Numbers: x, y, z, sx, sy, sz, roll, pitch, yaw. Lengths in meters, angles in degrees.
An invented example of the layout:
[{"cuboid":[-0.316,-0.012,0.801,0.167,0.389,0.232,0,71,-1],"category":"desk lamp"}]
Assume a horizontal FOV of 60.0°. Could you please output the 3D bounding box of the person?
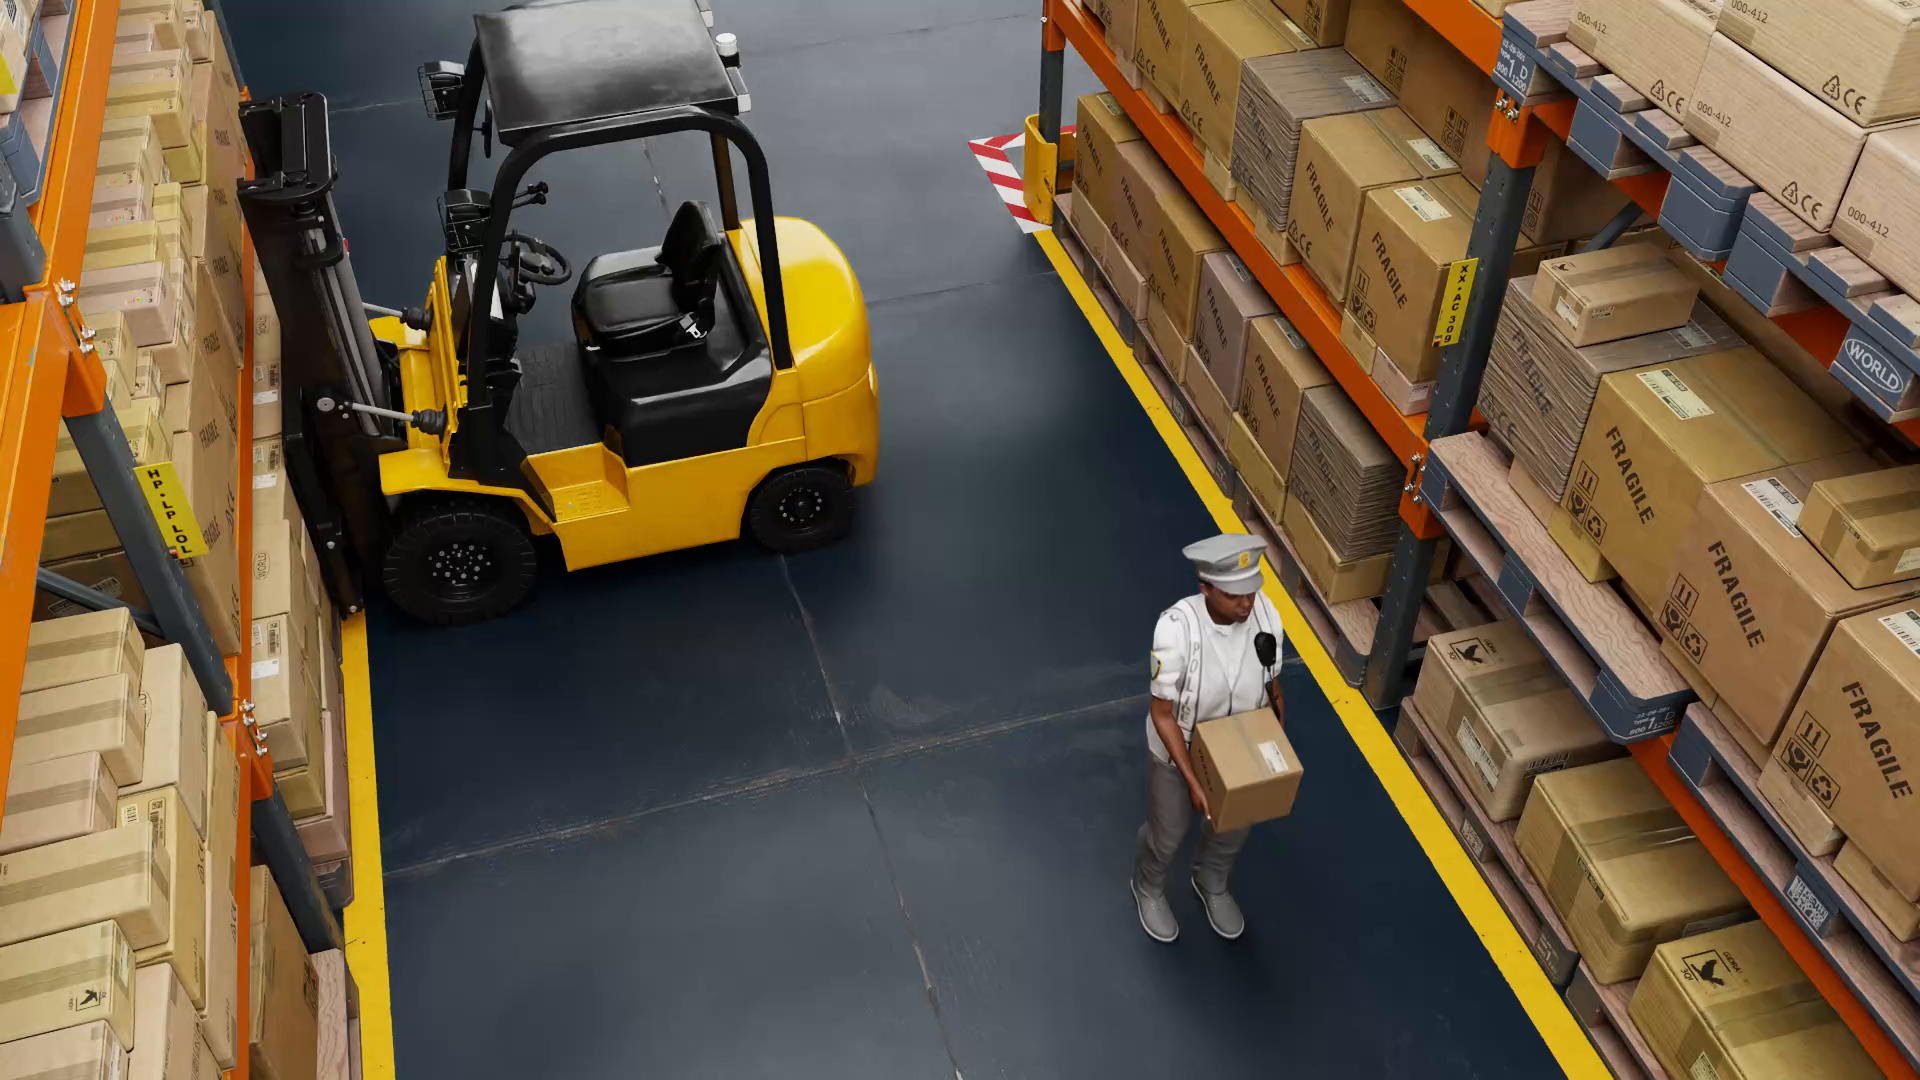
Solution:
[{"cuboid":[0.822,0.699,5.377,0.449,1.688,0.535,-12,44,-13],"category":"person"}]
